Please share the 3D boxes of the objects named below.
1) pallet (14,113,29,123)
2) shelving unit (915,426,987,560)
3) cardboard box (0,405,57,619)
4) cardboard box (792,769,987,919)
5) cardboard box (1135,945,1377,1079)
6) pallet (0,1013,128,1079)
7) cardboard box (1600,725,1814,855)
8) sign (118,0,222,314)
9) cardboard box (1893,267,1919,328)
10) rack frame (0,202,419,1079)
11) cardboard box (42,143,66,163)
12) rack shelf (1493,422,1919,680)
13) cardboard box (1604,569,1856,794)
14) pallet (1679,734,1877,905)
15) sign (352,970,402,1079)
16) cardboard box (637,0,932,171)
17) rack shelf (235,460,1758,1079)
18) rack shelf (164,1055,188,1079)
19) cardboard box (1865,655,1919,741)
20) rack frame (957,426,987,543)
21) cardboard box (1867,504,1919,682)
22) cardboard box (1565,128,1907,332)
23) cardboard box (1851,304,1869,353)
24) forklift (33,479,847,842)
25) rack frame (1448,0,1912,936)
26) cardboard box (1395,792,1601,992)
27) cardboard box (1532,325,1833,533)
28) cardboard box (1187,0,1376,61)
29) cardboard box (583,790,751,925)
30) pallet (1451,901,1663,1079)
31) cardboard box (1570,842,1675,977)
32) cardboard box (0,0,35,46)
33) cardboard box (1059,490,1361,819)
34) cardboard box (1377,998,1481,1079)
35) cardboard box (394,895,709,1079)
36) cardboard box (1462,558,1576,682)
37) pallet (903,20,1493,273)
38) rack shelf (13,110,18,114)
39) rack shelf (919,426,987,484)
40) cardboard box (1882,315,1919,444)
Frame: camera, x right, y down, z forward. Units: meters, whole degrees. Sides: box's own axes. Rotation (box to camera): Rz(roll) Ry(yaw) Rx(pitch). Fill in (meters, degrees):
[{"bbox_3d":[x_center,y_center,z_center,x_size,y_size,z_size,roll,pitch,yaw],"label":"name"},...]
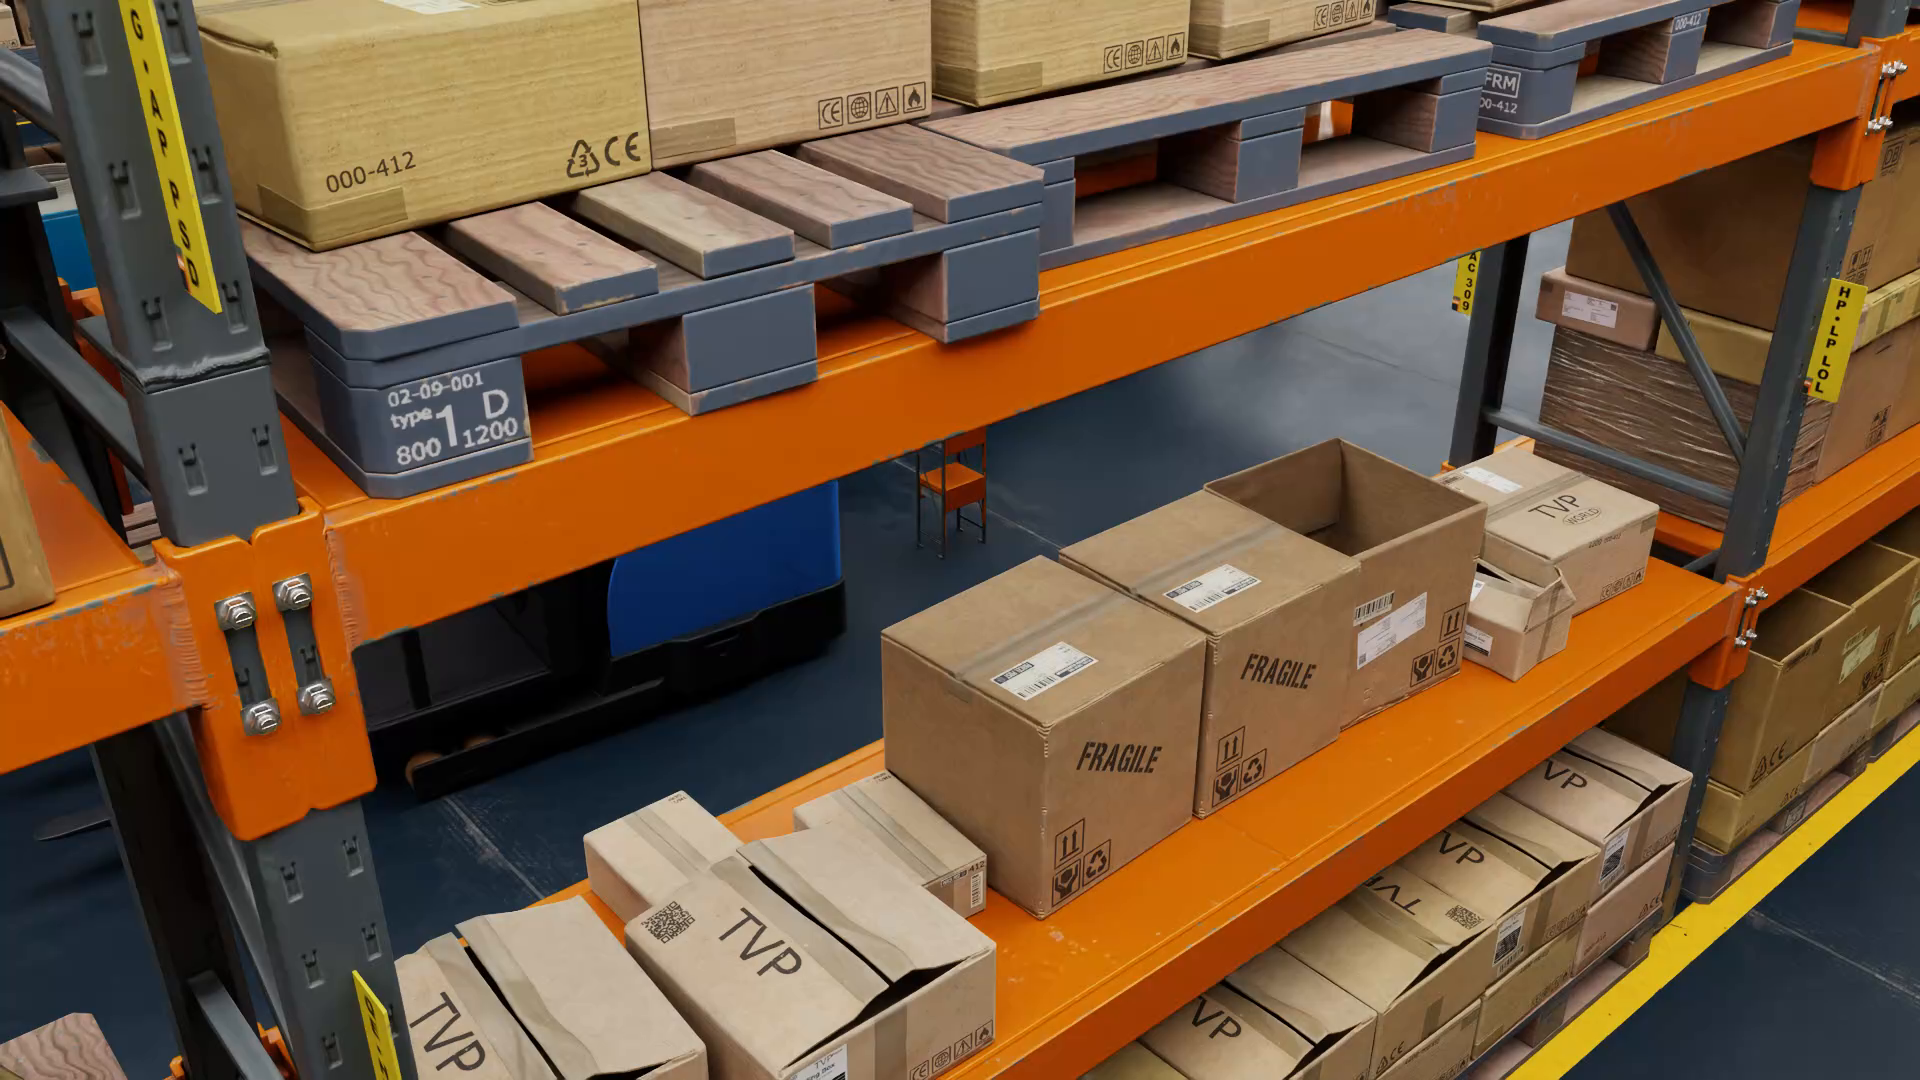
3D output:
[{"bbox_3d":[-8.151,-4.113,15.223,1.213,0.211,1.003,-22,35,-35],"label":"pallet"},{"bbox_3d":[-0.041,-0.447,7.472,0.252,1.050,0.215,-22,35,-35],"label":"shelving unit"},{"bbox_3d":[-1.397,-0.241,1.731,0.500,0.500,0.910,-22,35,-35],"label":"cardboard box"},{"bbox_3d":[-0.153,0.681,3.561,0.250,0.149,0.380,-19,34,-31],"label":"cardboard box"},{"bbox_3d":[0.676,1.229,4.145,0.500,0.311,0.500,-22,35,-36],"label":"cardboard box"},{"bbox_3d":[-1.557,1.297,2.344,1.003,0.211,1.213,-22,35,-35],"label":"pallet"},{"bbox_3d":[2.505,0.751,5.634,0.500,0.250,0.500,-22,35,-35],"label":"cardboard box"},{"bbox_3d":[-0.736,-0.376,1.539,0.005,0.325,0.100,-22,35,-35],"label":"sign"},{"bbox_3d":[2.871,-0.824,5.314,0.250,0.149,0.380,-22,35,-35],"label":"cardboard box"},{"bbox_3d":[-1.087,0.980,2.734,0.127,3.000,1.000,-22,35,-35],"label":"rack frame"},{"bbox_3d":[-5.752,-2.398,11.240,0.700,0.500,0.500,25,37,38],"label":"cardboard box"},{"bbox_3d":[3.477,-0.538,6.338,4.000,0.370,1.077,-22,35,-35],"label":"rack shelf"},{"bbox_3d":[2.512,0.424,5.451,0.500,0.500,0.500,-22,35,-35],"label":"cardboard box"},{"bbox_3d":[2.588,0.758,6.108,1.213,0.211,1.003,-22,35,-35],"label":"pallet"},{"bbox_3d":[-0.728,0.696,2.121,0.005,0.325,0.100,-22,35,-35],"label":"sign"},{"bbox_3d":[-0.391,-0.788,2.573,0.500,0.250,0.500,-21,34,-34],"label":"cardboard box"},{"bbox_3d":[0.434,0.686,4.048,4.000,0.370,1.077,-22,35,-35],"label":"rack shelf"},{"bbox_3d":[-2.609,1.909,1.758,4.000,0.370,1.077,-22,35,-35],"label":"rack shelf"},{"bbox_3d":[3.273,0.449,6.200,0.500,0.250,0.500,-22,35,-35],"label":"cardboard box"},{"bbox_3d":[0.052,-0.484,7.542,0.008,1.050,0.200,-22,35,-35],"label":"rack frame"},{"bbox_3d":[3.273,0.118,6.024,0.500,0.500,0.500,-22,35,-35],"label":"cardboard box"},{"bbox_3d":[2.289,-0.998,4.952,0.500,0.500,0.700,-22,35,-35],"label":"cardboard box"},{"bbox_3d":[2.477,-0.663,5.014,0.250,0.149,0.380,-21,35,-34],"label":"cardboard box"},{"bbox_3d":[-1.971,-0.649,5.855,3.031,2.935,1.130,-18,33,-30],"label":"forklift"},{"bbox_3d":[1.956,-0.244,5.023,0.127,3.000,1.000,-22,35,-35],"label":"rack frame"},{"bbox_3d":[1.442,0.925,4.714,0.500,0.311,0.500,-21,34,-34],"label":"cardboard box"},{"bbox_3d":[2.289,-0.426,5.258,0.500,0.500,0.700,-23,36,-36],"label":"cardboard box"},{"bbox_3d":[0.462,-1.123,3.199,0.500,0.250,0.500,25,37,38],"label":"cardboard box"},{"bbox_3d":[-0.582,0.717,3.493,0.250,0.149,0.380,-22,35,-35],"label":"cardboard box"},{"bbox_3d":[1.421,1.226,5.233,1.213,0.211,1.003,-22,35,-35],"label":"pallet"},{"bbox_3d":[1.829,1.015,5.141,0.500,0.250,0.500,-22,35,-35],"label":"cardboard box"},{"bbox_3d":[-5.730,-3.464,10.494,0.637,0.503,0.797,-18,33,-30],"label":"cardboard box"},{"bbox_3d":[0.579,0.256,3.983,0.500,0.500,0.500,-22,35,-35],"label":"cardboard box"},{"bbox_3d":[1.054,1.325,4.559,0.500,0.250,0.500,-21,35,-34],"label":"cardboard box"},{"bbox_3d":[-0.782,0.924,2.933,0.500,0.311,0.500,-19,34,-32],"label":"cardboard box"},{"bbox_3d":[1.406,0.151,4.428,0.258,0.266,0.396,-23,36,-36],"label":"cardboard box"},{"bbox_3d":[0.220,-0.842,3.162,1.213,0.211,1.003,-20,34,-33],"label":"pallet"},{"bbox_3d":[-5.992,-2.868,10.697,4.000,0.370,1.077,-22,35,-35],"label":"rack shelf"},{"bbox_3d":[-0.041,-0.437,7.477,0.240,0.259,0.215,-22,35,-35],"label":"rack shelf"},{"bbox_3d":[3.071,-0.741,5.849,0.500,0.500,0.700,-21,35,-34],"label":"cardboard box"}]
